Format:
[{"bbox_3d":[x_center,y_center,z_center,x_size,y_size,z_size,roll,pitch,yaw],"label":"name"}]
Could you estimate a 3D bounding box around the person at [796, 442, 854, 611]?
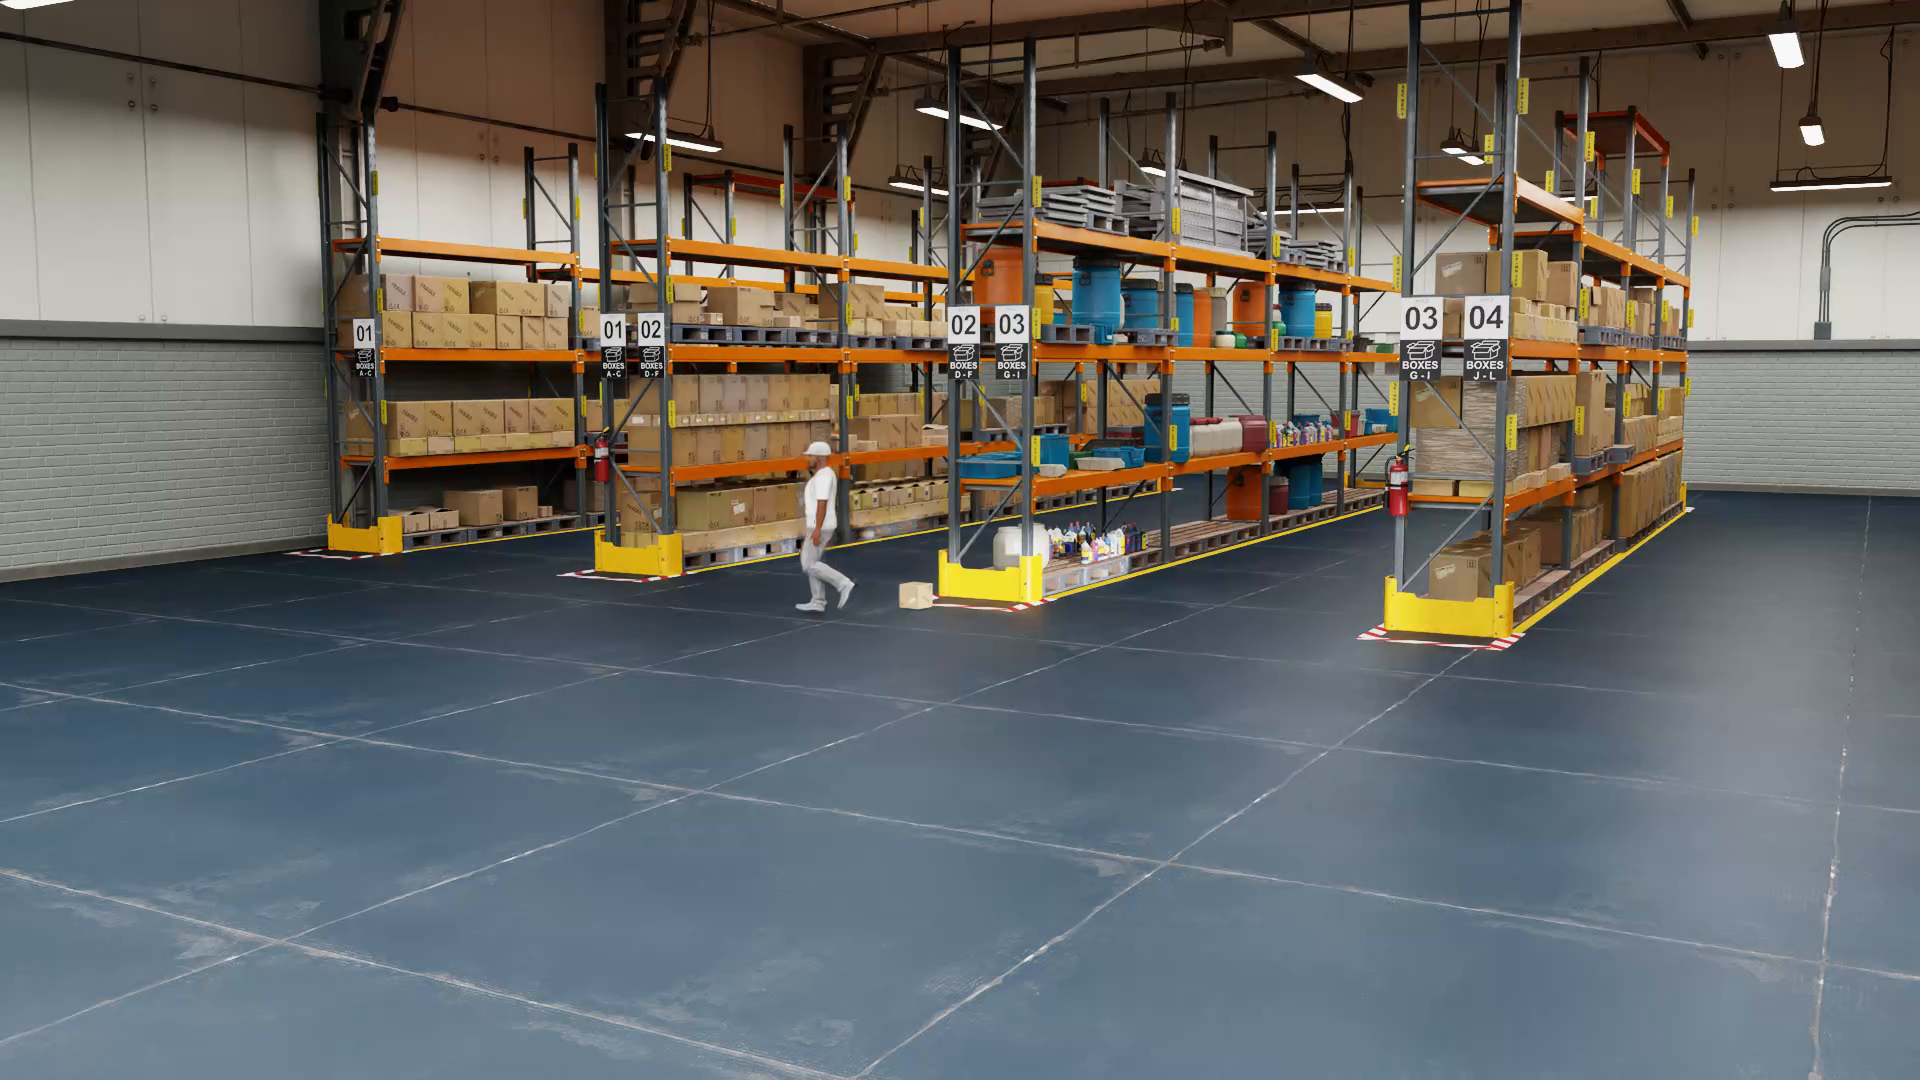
[{"bbox_3d":[-1.396,-0.132,17.097,0.614,1.753,0.579,0,6,-3],"label":"person"}]
